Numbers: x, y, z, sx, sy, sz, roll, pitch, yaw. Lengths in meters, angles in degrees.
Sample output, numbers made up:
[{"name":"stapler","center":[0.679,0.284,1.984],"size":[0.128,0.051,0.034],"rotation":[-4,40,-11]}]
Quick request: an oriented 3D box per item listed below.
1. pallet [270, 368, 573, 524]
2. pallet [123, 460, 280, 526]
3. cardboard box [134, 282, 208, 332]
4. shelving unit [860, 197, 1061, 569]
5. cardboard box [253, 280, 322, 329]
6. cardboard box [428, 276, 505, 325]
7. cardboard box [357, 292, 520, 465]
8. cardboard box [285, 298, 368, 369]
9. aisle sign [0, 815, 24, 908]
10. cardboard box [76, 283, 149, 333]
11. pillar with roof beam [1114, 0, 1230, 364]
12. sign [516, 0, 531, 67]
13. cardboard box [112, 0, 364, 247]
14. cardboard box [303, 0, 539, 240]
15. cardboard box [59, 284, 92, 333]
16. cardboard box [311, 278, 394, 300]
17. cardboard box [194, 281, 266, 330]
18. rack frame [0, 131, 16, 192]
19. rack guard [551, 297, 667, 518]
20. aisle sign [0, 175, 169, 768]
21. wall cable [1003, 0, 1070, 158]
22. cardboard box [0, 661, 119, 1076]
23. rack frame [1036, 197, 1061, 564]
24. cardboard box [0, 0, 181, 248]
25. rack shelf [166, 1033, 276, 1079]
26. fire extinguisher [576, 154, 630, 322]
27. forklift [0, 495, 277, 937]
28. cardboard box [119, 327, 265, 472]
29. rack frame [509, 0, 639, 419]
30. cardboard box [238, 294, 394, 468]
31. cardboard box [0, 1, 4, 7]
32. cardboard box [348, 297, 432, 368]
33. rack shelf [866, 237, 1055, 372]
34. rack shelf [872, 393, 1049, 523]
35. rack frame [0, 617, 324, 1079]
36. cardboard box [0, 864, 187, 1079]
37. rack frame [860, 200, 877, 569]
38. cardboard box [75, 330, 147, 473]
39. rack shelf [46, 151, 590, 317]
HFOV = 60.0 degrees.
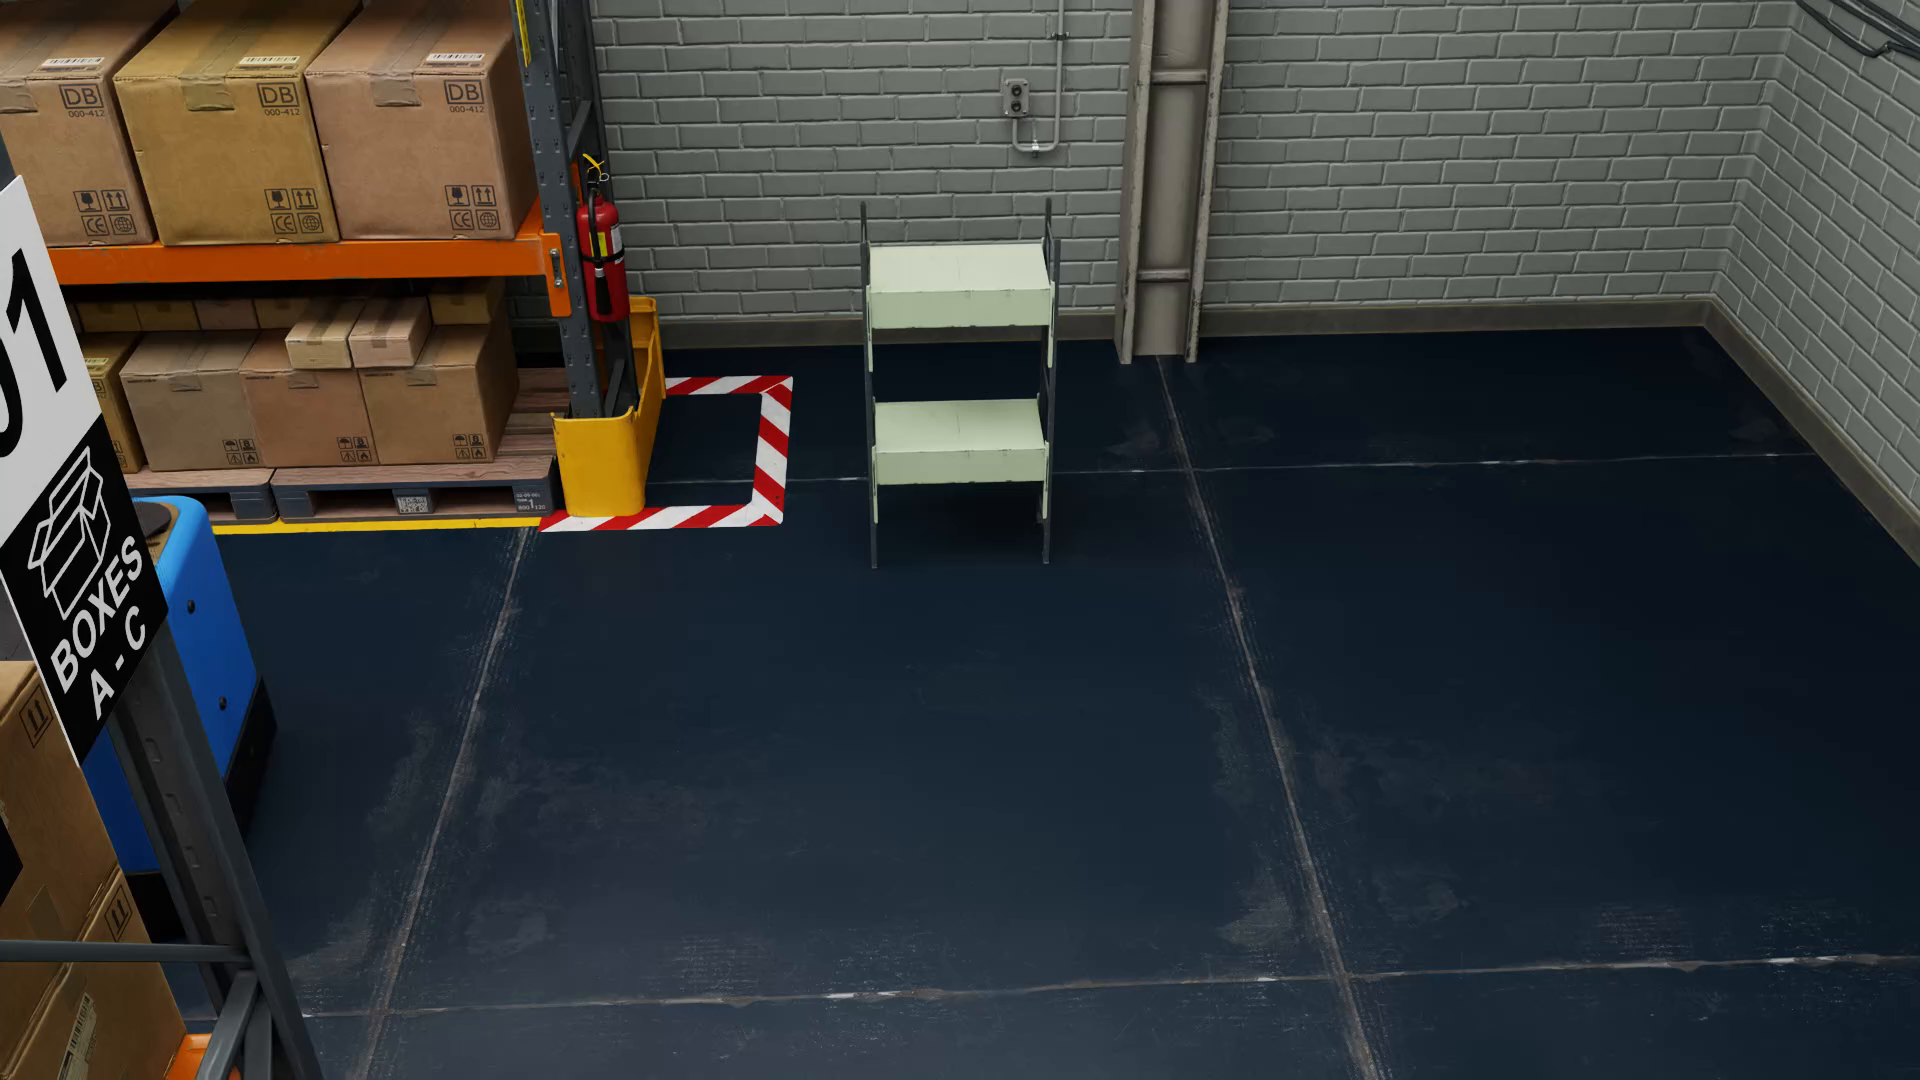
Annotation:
[{"name":"pallet","center":[-2.434,-0.456,7.723],"size":[1.213,0.211,1.003],"rotation":[-2,35,-2]},{"name":"pallet","center":[-3.649,-0.425,7.678],"size":[1.213,0.211,1.003],"rotation":[-2,35,-2]},{"name":"cardboard box","center":[-3.484,-1.086,7.441],"size":[0.250,0.149,0.380],"rotation":[-1,35,-2]},{"name":"shelving unit","center":[-0.007,-0.617,6.823],"size":[0.755,1.500,0.431],"rotation":[-2,35,-2]},{"name":"cardboard box","center":[-2.974,-1.101,7.462],"size":[0.250,0.149,0.380],"rotation":[-1,35,-2]},{"name":"cardboard box","center":[-2.218,-1.121,7.492],"size":[0.250,0.149,0.380],"rotation":[-1,35,-2]},{"name":"cardboard box","center":[-2.333,-0.737,7.507],"size":[0.500,0.500,0.700],"rotation":[-2,35,-2]},{"name":"cardboard box","center":[-2.708,-0.890,7.157],"size":[0.250,0.149,0.380],"rotation":[-1,35,-1]},{"name":"aisle sign","center":[-1.318,0.251,1.967],"size":[0.004,0.787,0.394],"rotation":[-2,35,-2]},{"name":"cardboard box","center":[-3.737,-1.080,7.432],"size":[0.250,0.149,0.380],"rotation":[-2,35,-3]},{"name":"pillar with roof beam","center":[1.221,-2.253,2.597],"size":[0.400,9.000,9.100],"rotation":[-2,35,-2]},{"name":"sign","center":[-1.627,-1.933,6.182],"size":[0.005,0.325,0.100],"rotation":[-2,35,-2]},{"name":"cardboard box","center":[-2.874,-1.746,6.874],"size":[0.700,0.700,0.980],"rotation":[-2,35,-3]},{"name":"cardboard box","center":[-2.148,-1.772,6.911],"size":[0.700,0.700,0.980],"rotation":[0,35,0]},{"name":"cardboard box","center":[-3.995,-1.072,7.421],"size":[0.250,0.149,0.380],"rotation":[-1,35,-2]},{"name":"cardboard box","center":[-2.724,-1.107,7.471],"size":[0.250,0.149,0.380],"rotation":[-1,35,-2]},{"name":"cardboard box","center":[-3.228,-1.093,7.452],"size":[0.250,0.149,0.380],"rotation":[-1,35,-2]},{"name":"rack frame","center":[-1.400,-1.320,1.249],"size":[0.127,3.000,1.000],"rotation":[-2,35,-2]},{"name":"rack guard","center":[-1.615,-0.641,7.737],"size":[0.348,0.500,1.175],"rotation":[-2,35,-2]},{"name":"aisle sign","center":[-1.346,-0.090,2.460],"size":[0.004,0.787,0.394],"rotation":[-2,35,-2]},{"name":"wall cable","center":[-0.404,-2.658,7.563],"size":[1.851,1.984,0.084],"rotation":[-2,35,-2]},{"name":"cardboard box","center":[-1.856,0.557,2.843],"size":[0.500,0.500,0.500],"rotation":[-1,35,-1]},{"name":"rack frame","center":[0.359,-0.626,6.837],"size":[0.023,1.500,0.400],"rotation":[-2,35,-2]},{"name":"cardboard box","center":[-3.636,-1.731,6.852],"size":[0.700,0.700,0.980],"rotation":[-3,35,-5]},{"name":"rack shelf","center":[-3.398,1.497,3.083],"size":[4.000,0.370,1.077],"rotation":[-2,35,-2]},{"name":"fire extinguisher","center":[-1.466,-1.225,6.780],"size":[0.183,0.674,0.296],"rotation":[-2,35,-2]},{"name":"forklift","center":[-3.961,-0.100,4.819],"size":[3.031,2.935,1.130],"rotation":[-4,35,-6]},{"name":"cardboard box","center":[-3.335,-0.710,7.468],"size":[0.500,0.500,0.700],"rotation":[-3,35,-4]},{"name":"rack frame","center":[-1.639,-1.668,7.025],"size":[0.127,3.000,1.000],"rotation":[-2,35,-2]},{"name":"cardboard box","center":[-2.833,-0.724,7.488],"size":[0.500,0.500,0.700],"rotation":[-2,35,-2]},{"name":"cardboard box","center":[-4.362,-1.706,6.815],"size":[0.700,0.700,0.980],"rotation":[-2,35,-3]},{"name":"cardboard box","center":[-2.453,-0.897,7.168],"size":[0.250,0.149,0.380],"rotation":[-2,35,-3]},{"name":"rack shelf","center":[-0.007,-0.937,6.601],"size":[0.720,0.370,0.431],"rotation":[-2,35,-2]},{"name":"rack shelf","center":[-0.007,-0.348,7.008],"size":[0.720,0.370,0.431],"rotation":[-2,35,-2]},{"name":"rack frame","center":[-1.400,1.147,2.956],"size":[0.127,3.000,1.000],"rotation":[-2,35,-2]},{"name":"cardboard box","center":[-1.856,0.968,3.127],"size":[0.500,0.500,0.500],"rotation":[-1,35,-1]},{"name":"rack frame","center":[-0.372,-0.607,6.809],"size":[0.023,1.500,0.400],"rotation":[-2,35,-2]},{"name":"cardboard box","center":[-3.867,-0.692,7.441],"size":[0.500,0.500,0.700],"rotation":[-1,35,-1]},{"name":"rack shelf","center":[-3.636,-1.319,7.152],"size":[4.000,0.370,1.077],"rotation":[-2,35,-2]}]
